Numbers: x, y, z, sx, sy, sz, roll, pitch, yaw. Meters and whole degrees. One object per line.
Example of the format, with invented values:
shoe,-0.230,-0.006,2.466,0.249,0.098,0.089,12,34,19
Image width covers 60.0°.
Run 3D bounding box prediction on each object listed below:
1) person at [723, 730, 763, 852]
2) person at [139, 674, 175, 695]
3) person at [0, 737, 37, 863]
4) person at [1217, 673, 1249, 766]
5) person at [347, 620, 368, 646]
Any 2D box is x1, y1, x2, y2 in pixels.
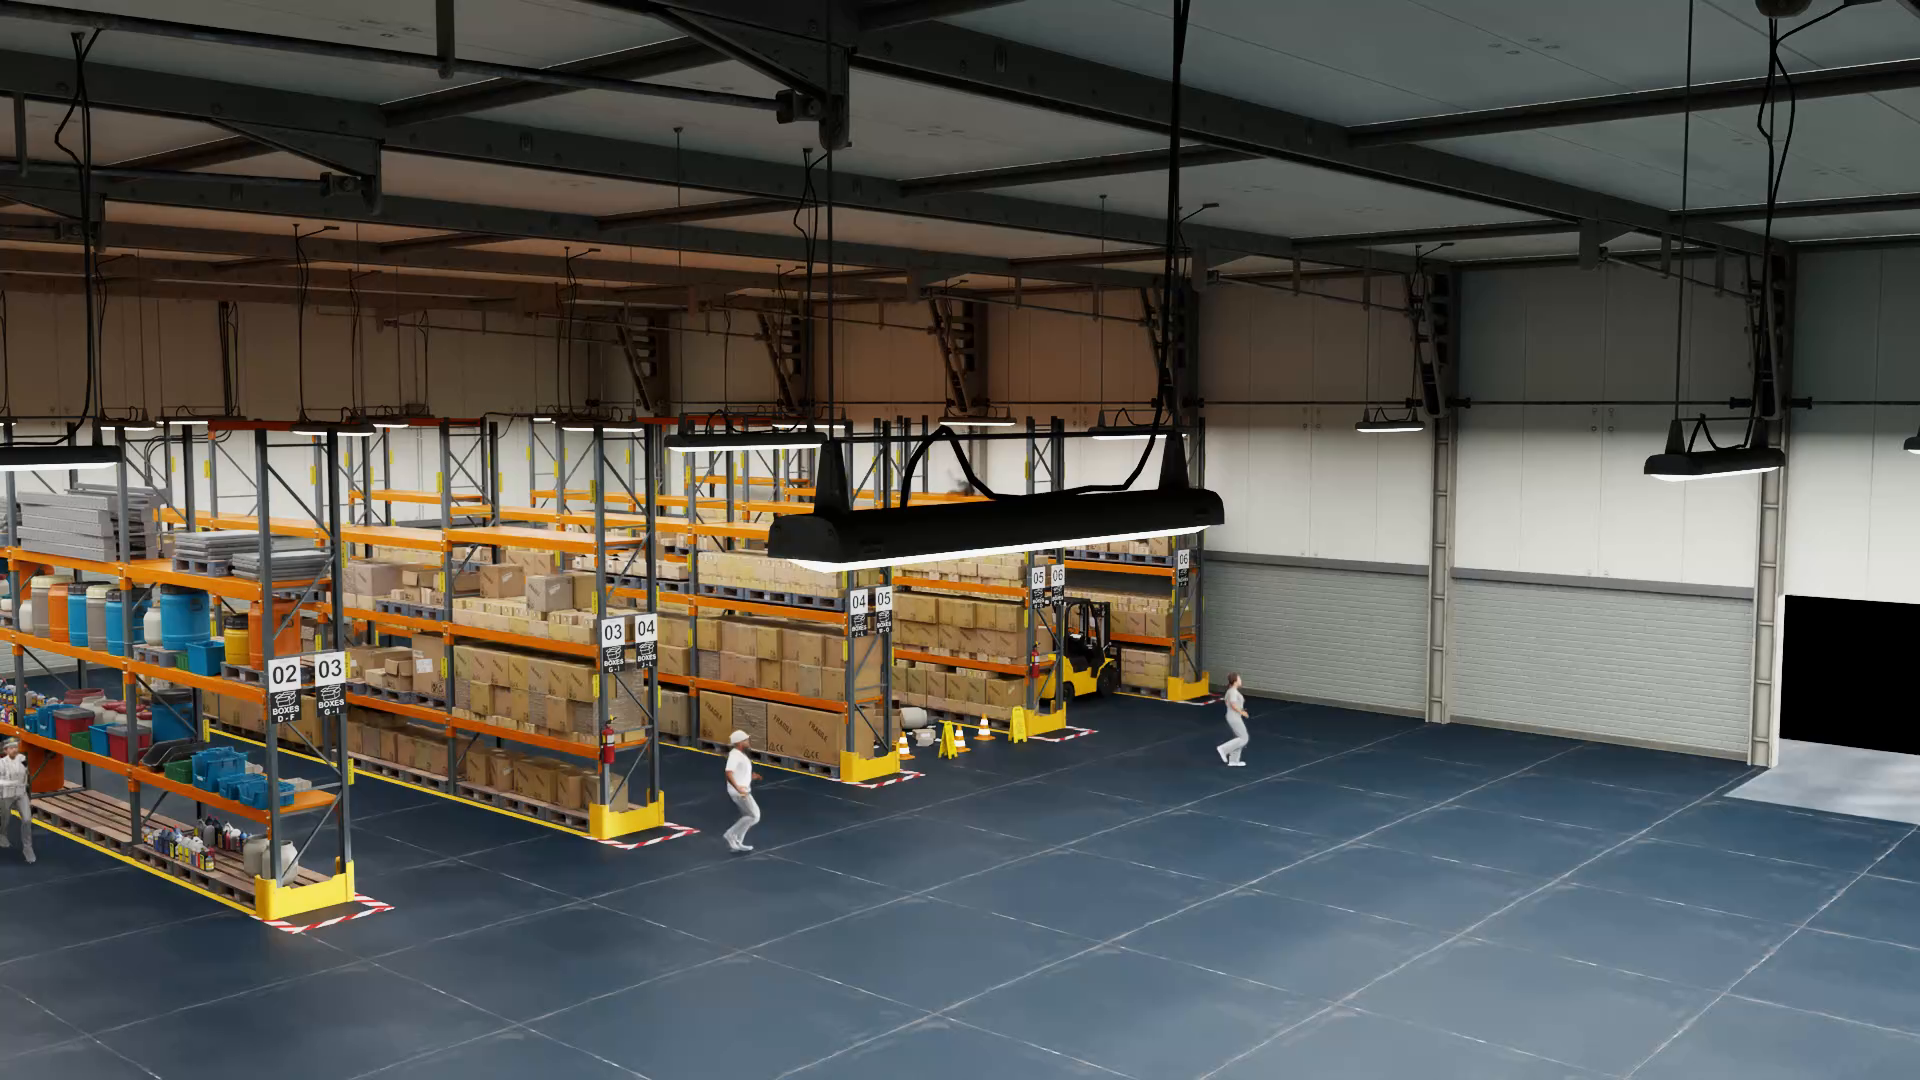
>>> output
person,-3.046,3.529,23.381,0.580,1.725,0.721,-1,5,-10
person,-15.022,2.903,31.246,0.828,1.726,0.636,5,7,44
person,-13.170,3.582,23.068,0.965,1.738,0.578,5,7,45
person,4.730,3.119,28.880,0.558,1.623,0.548,0,5,-4
person,-14.378,2.191,39.732,0.896,1.684,0.693,-1,5,-12
